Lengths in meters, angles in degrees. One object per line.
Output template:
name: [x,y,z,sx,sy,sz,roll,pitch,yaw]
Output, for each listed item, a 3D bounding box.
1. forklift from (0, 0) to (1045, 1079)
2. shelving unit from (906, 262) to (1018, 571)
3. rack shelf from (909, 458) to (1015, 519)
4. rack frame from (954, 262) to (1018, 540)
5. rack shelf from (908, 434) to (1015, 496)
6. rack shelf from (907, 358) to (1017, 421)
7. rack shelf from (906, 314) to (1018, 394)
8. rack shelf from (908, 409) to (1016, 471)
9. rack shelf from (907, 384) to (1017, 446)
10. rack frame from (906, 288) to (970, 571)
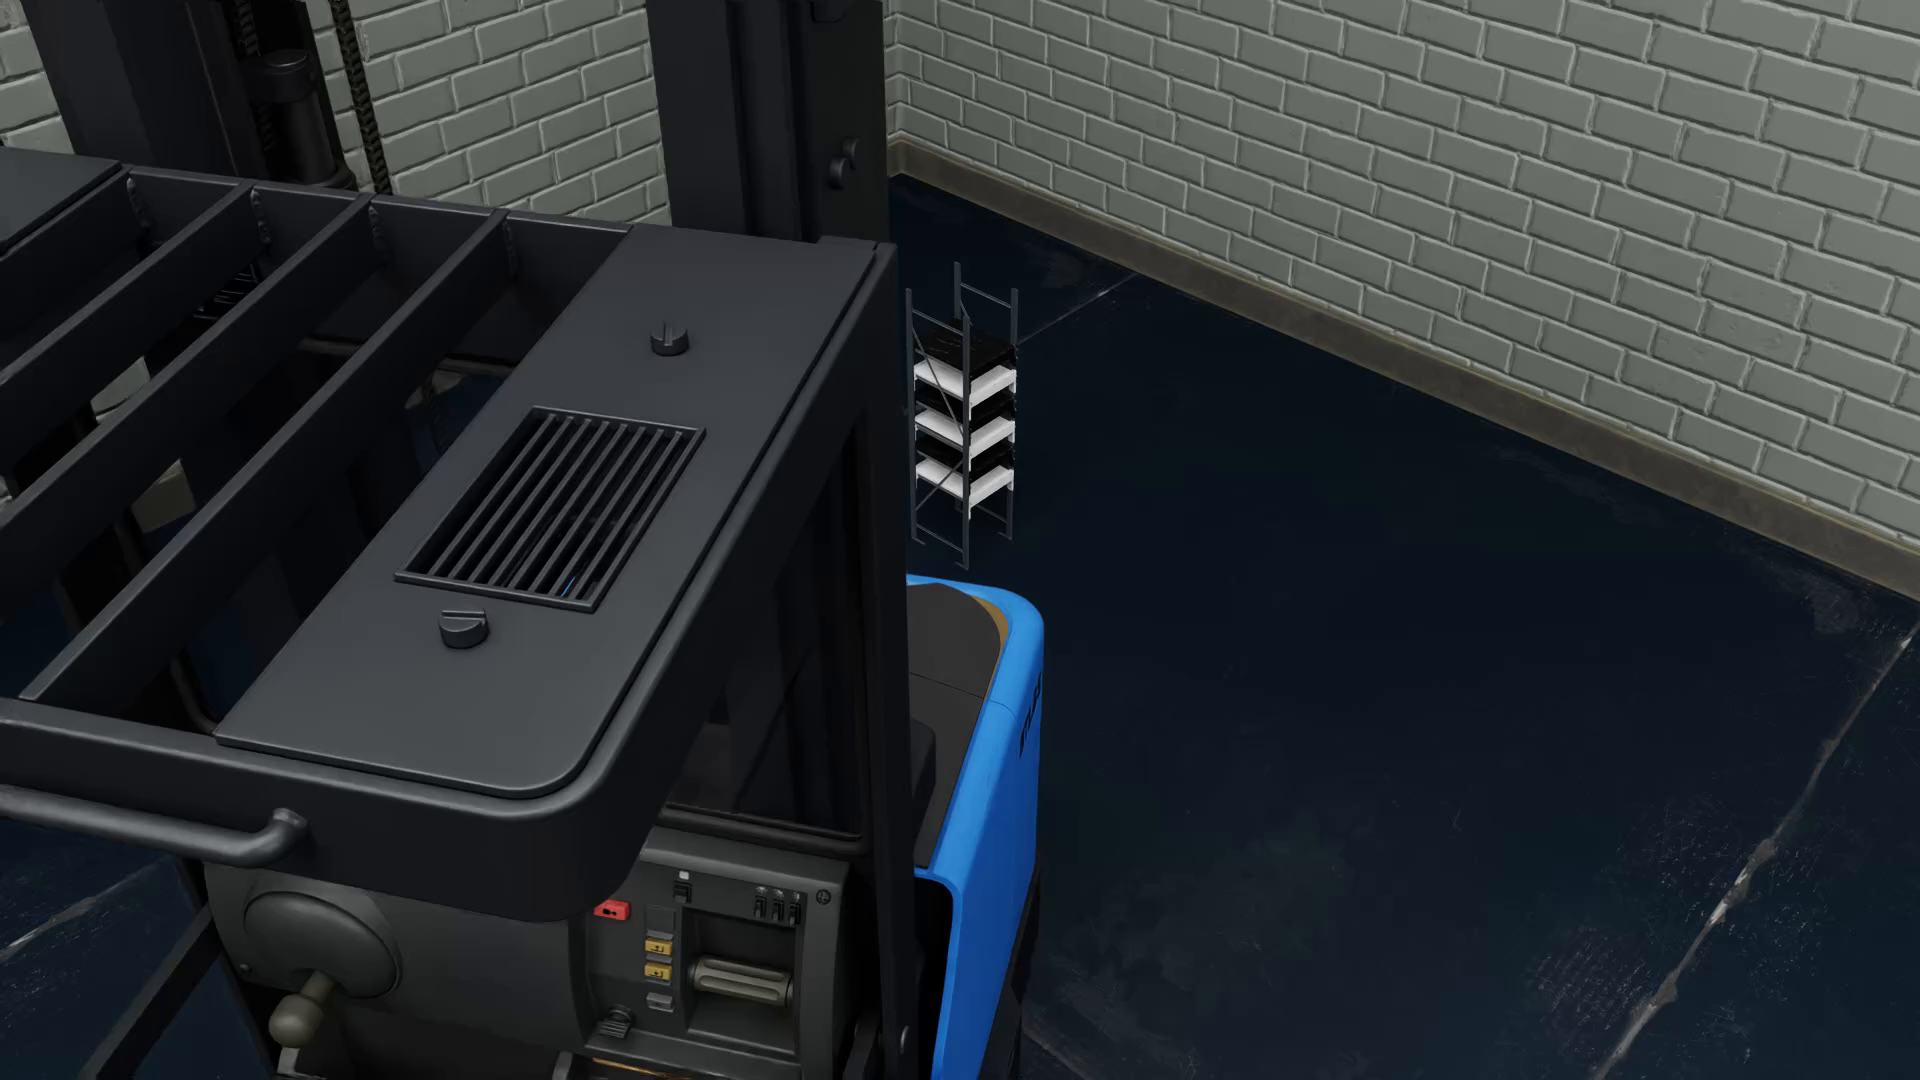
forklift: [-0.658,0.622,2.113,1.130,2.935,3.031,9,39,11]
shelving unit: [0.005,-0.356,4.975,0.258,0.900,0.210,30,47,32]
rack shelf: [0.005,-0.189,5.107,0.258,0.077,0.200,30,47,32]
rack frame: [0.074,-0.403,5.033,0.240,0.900,0.006,30,47,32]
rack shelf: [0.005,-0.259,5.051,0.258,0.077,0.200,30,47,32]
rack shelf: [0.005,-0.471,4.883,0.258,0.077,0.200,30,47,32]
rack shelf: [0.006,-0.541,4.827,0.258,0.077,0.200,30,47,32]
rack shelf: [0.005,-0.330,4.995,0.258,0.077,0.200,30,47,32]
rack shelf: [0.005,-0.400,4.939,0.258,0.077,0.200,30,47,32]
rack frame: [-0.063,-0.309,4.916,0.240,0.900,0.006,30,47,32]
